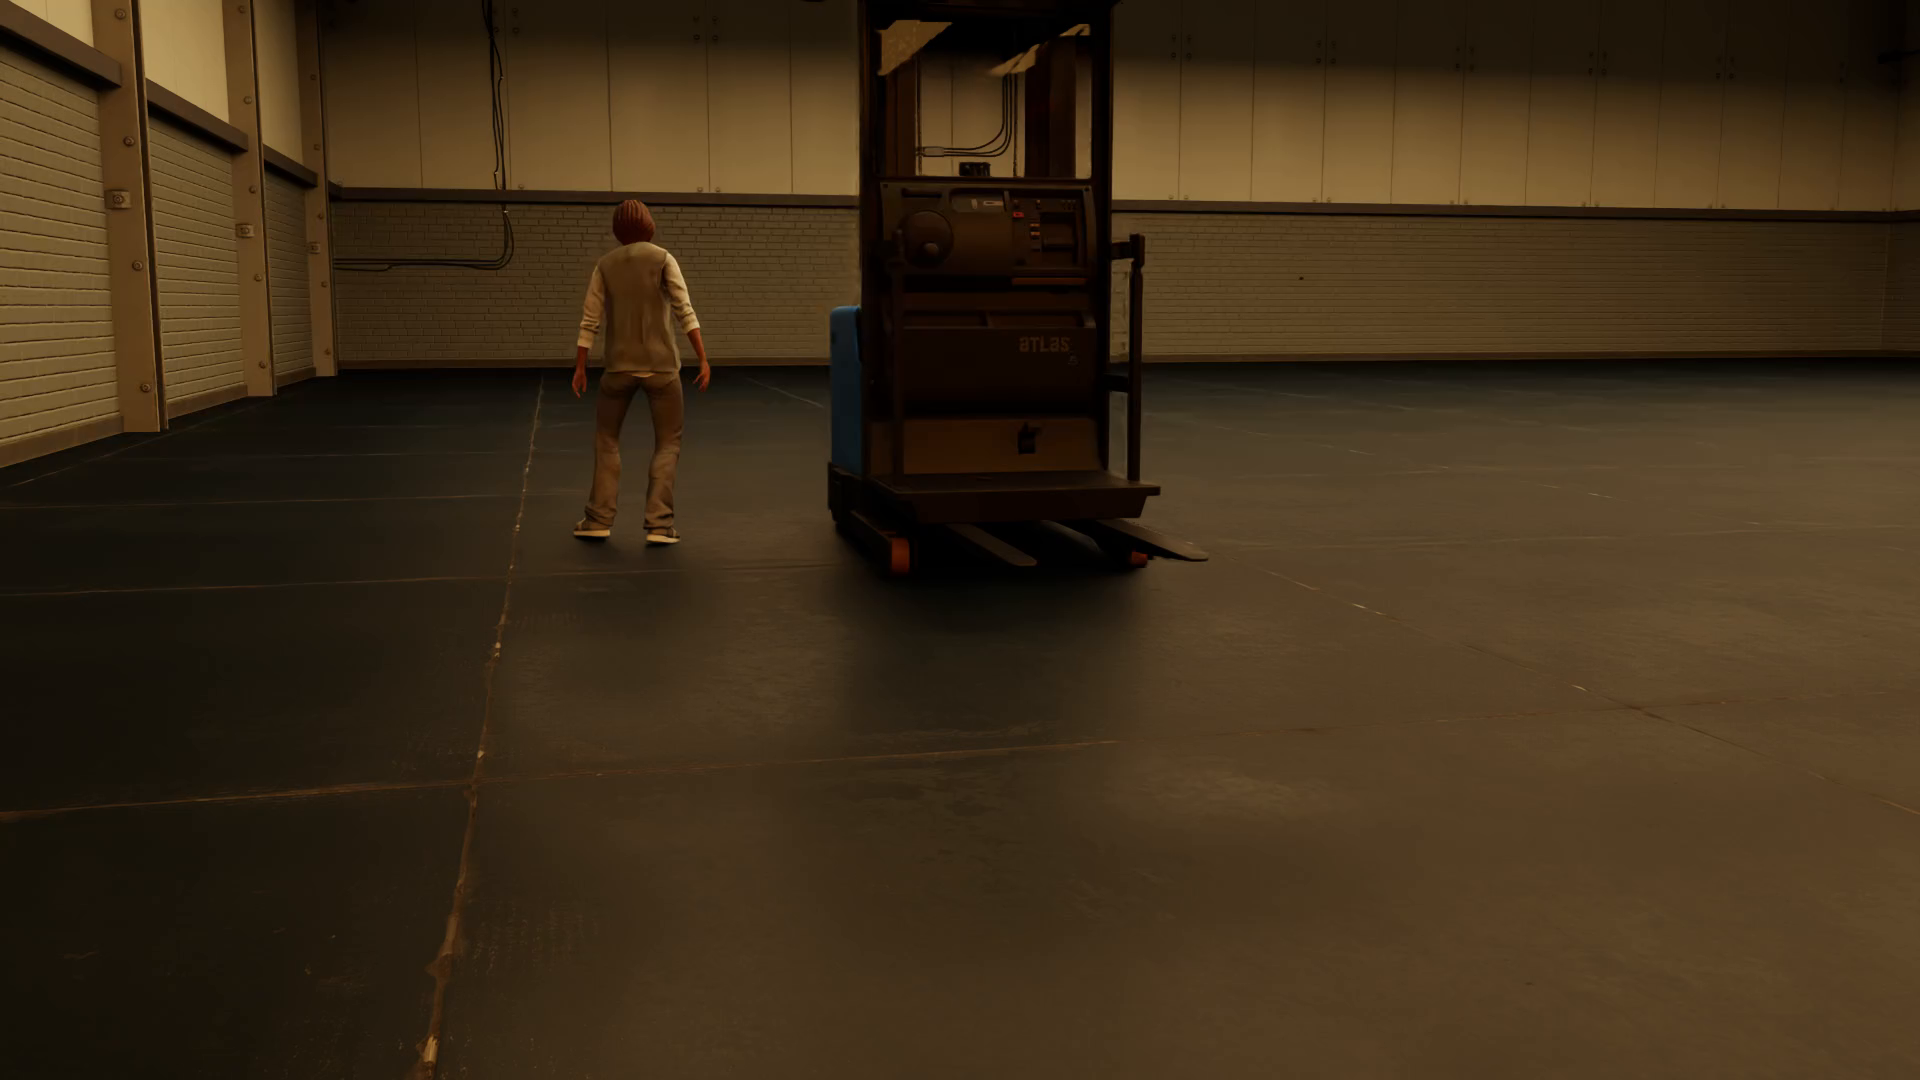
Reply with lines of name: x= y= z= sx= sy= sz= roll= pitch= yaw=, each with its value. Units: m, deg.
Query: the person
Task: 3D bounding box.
person: x=-1.479 y=-0.759 z=7.595 sx=0.729 sy=1.565 sz=0.398 roll=1 pitch=8 yaw=8

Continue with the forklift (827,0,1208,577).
forklift: x=0.173 y=-1.360 z=6.853 sx=1.130 sy=2.935 sz=3.031 roll=-2 pitch=8 yaw=-13
